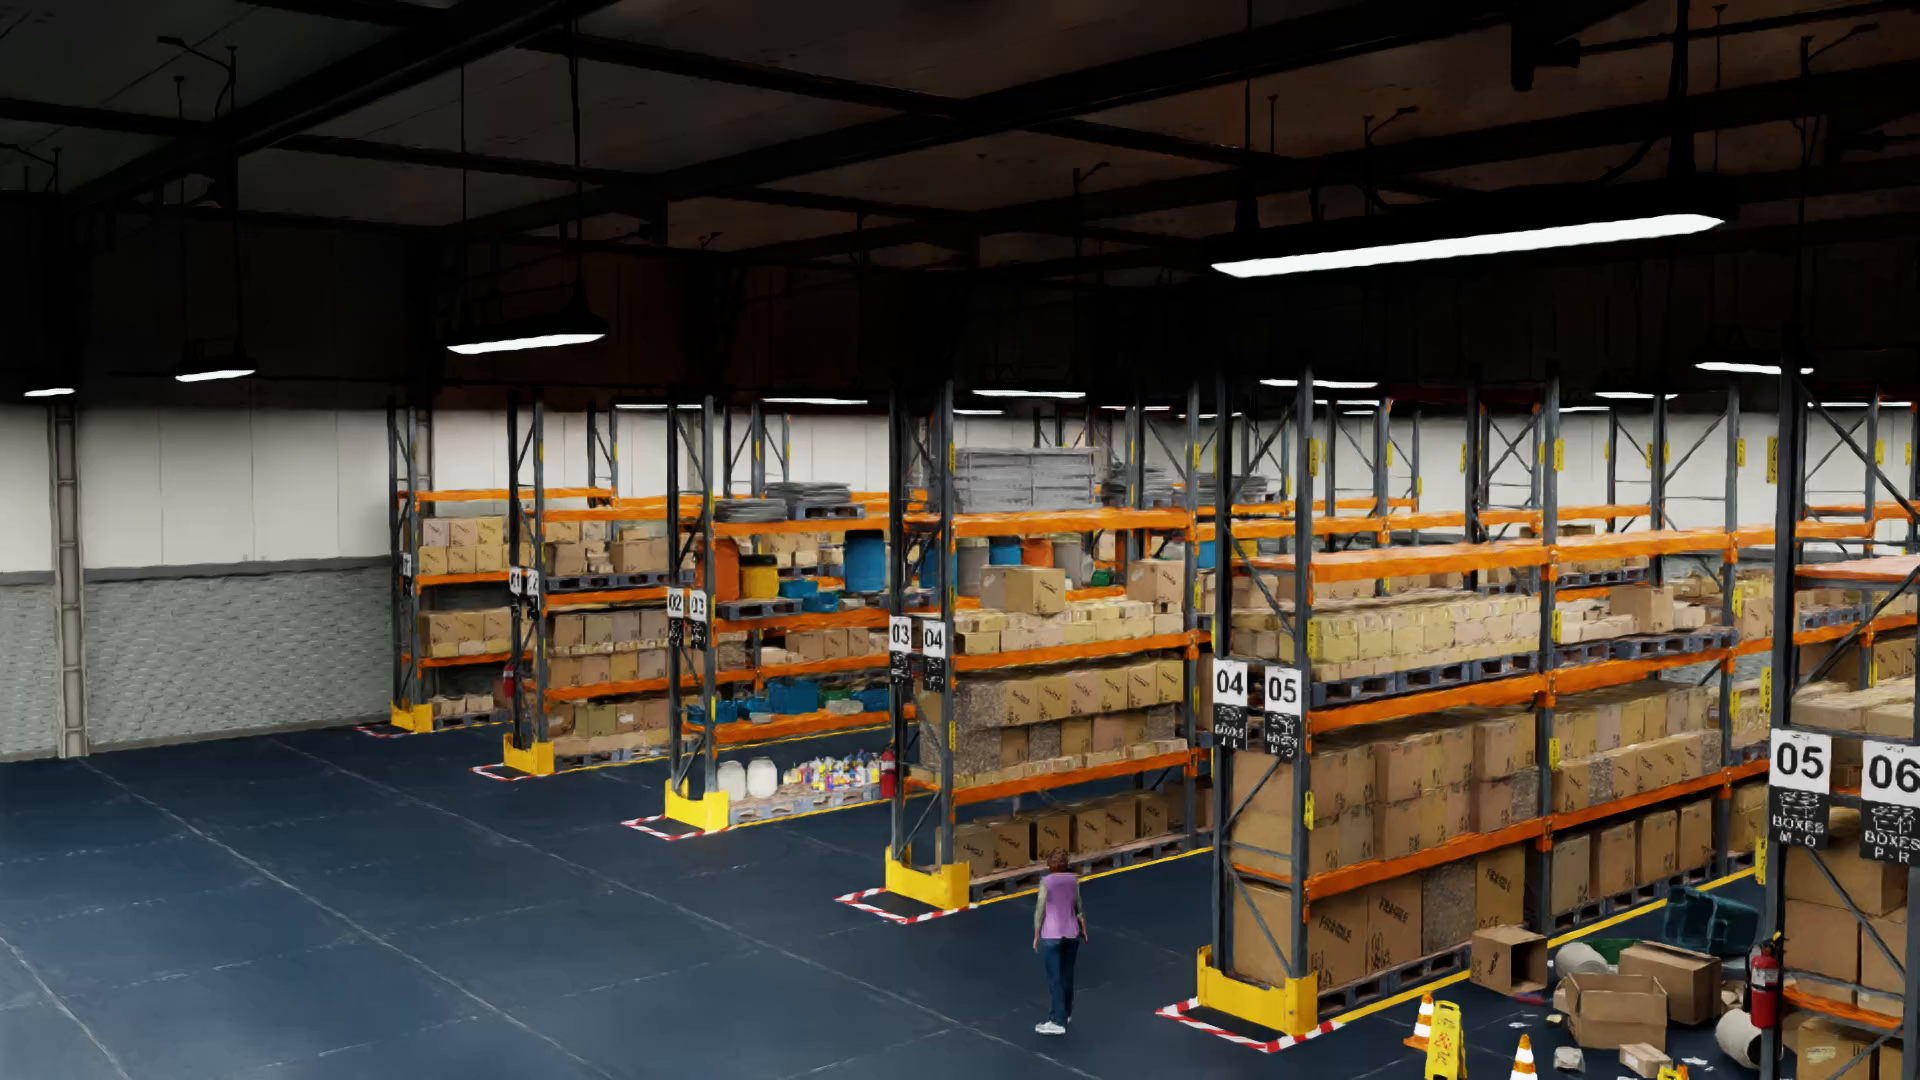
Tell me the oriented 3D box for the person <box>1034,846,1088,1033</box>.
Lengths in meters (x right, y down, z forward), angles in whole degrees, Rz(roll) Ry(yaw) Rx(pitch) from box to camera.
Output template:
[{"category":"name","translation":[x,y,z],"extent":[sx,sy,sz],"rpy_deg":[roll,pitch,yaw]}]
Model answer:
[{"category":"person","translation":[0.875,3.516,14.674],"extent":[0.547,1.546,0.527],"rpy_deg":[-2,4,-25]}]

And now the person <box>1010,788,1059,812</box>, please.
[{"category":"person","translation":[1.005,3.092,22.202],"extent":[0.867,1.531,0.461],"rpy_deg":[-1,4,-18]}]
